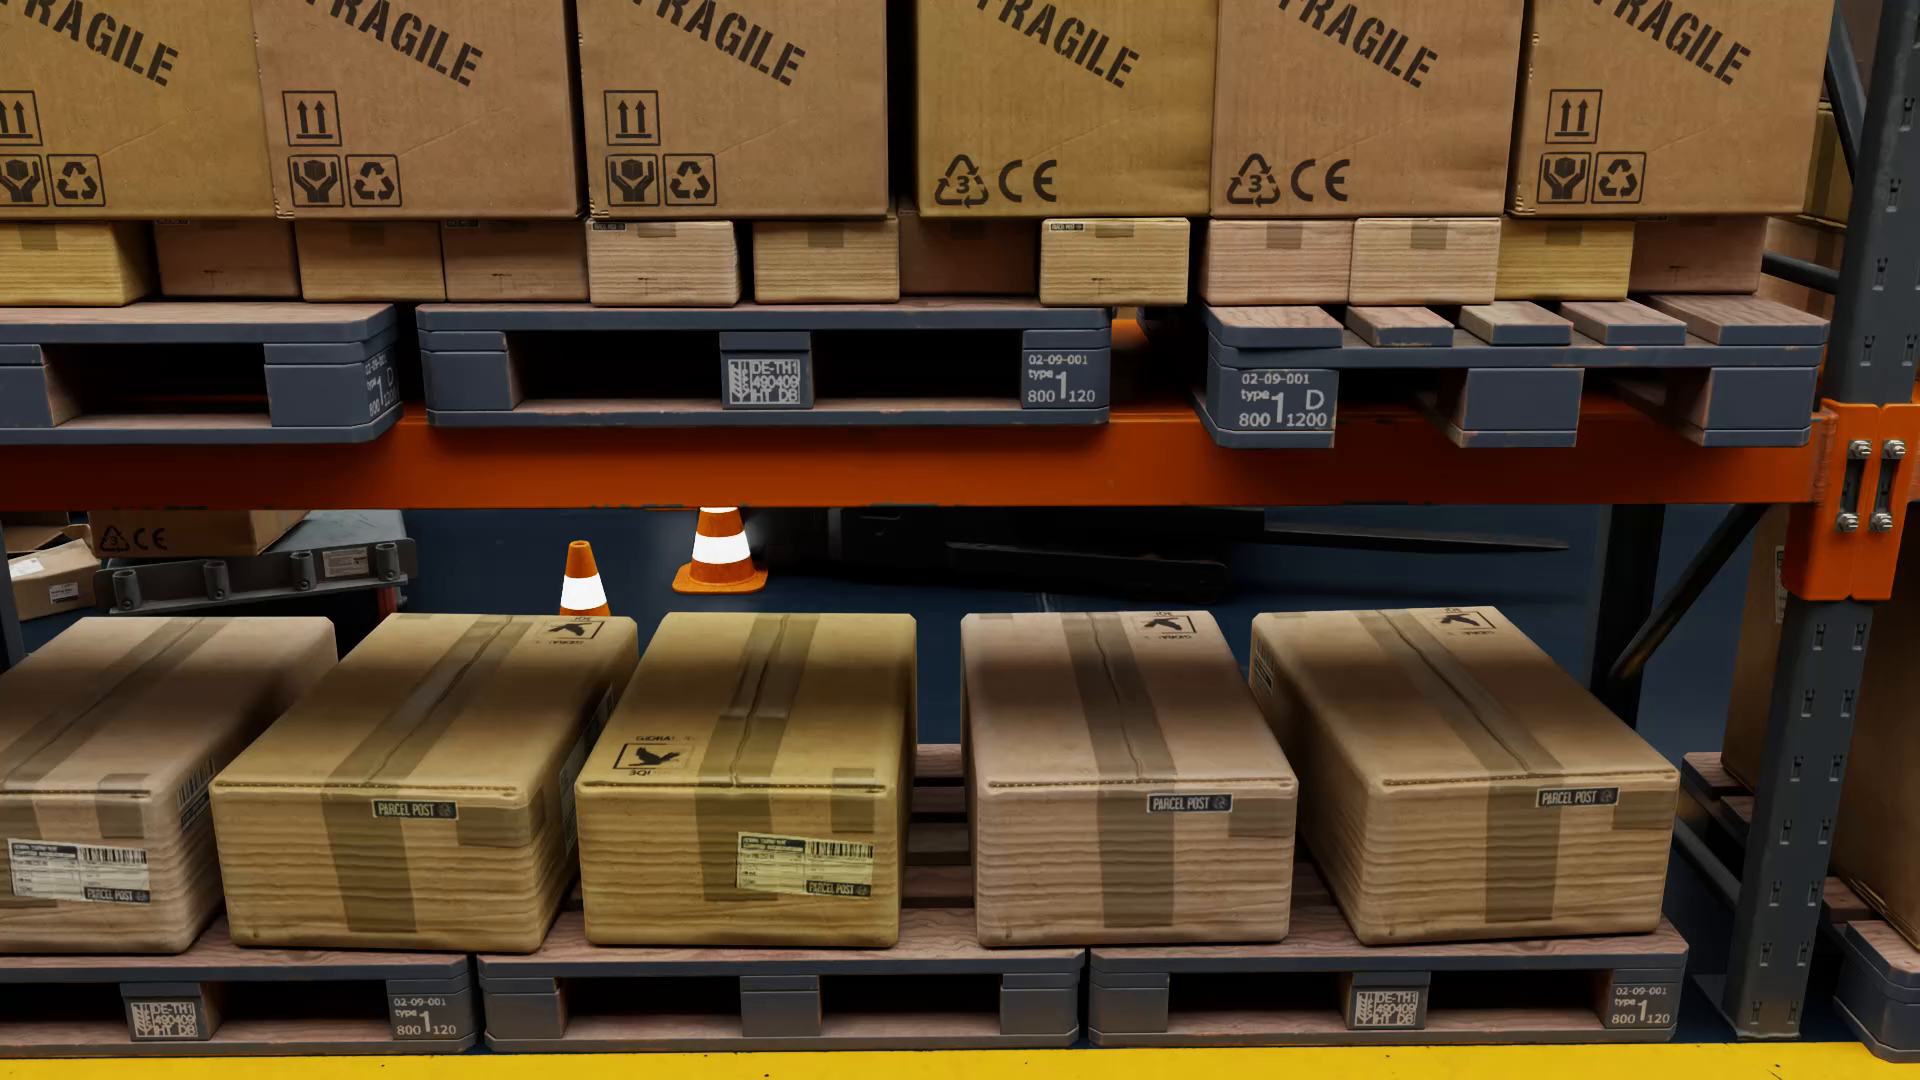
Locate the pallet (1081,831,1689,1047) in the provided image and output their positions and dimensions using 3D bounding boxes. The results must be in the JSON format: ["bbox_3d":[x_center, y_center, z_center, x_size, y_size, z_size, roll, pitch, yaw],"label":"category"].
[{"bbox_3d":[0.852,0.768,3.807,1.213,0.211,1.003,0,18,-1],"label":"pallet"}]

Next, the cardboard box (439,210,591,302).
[{"bbox_3d":[-0.772,-0.542,3.051,0.250,0.149,0.380,0,18,0],"label":"cardboard box"}]

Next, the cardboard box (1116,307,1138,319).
[{"bbox_3d":[0.844,-1.227,8.459,0.750,0.750,1.050,-1,18,-2],"label":"cardboard box"}]

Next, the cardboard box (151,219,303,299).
[{"bbox_3d":[-1.277,-0.553,3.086,0.250,0.149,0.380,1,18,3],"label":"cardboard box"}]

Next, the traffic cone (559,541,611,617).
[{"bbox_3d":[-1.148,0.231,5.070,0.334,0.463,0.336,0,18,-1],"label":"traffic cone"}]

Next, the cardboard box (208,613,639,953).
[{"bbox_3d":[-1.123,0.500,3.693,0.625,0.372,0.950,1,18,3],"label":"cardboard box"}]

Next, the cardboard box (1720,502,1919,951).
[{"bbox_3d":[2.325,0.271,3.583,0.875,0.875,0.875,0,18,-1],"label":"cardboard box"}]

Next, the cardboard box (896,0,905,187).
[{"bbox_3d":[0.128,-1.011,3.451,0.500,0.500,0.500,0,18,0],"label":"cardboard box"}]

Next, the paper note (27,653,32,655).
[{"bbox_3d":[-2.923,0.352,5.401,0.142,0.019,0.148,0,18,-1],"label":"paper note"}]

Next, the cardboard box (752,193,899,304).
[{"bbox_3d":[-0.239,-0.538,3.038,0.250,0.149,0.380,-1,18,-3],"label":"cardboard box"}]

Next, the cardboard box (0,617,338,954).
[{"bbox_3d":[-1.842,0.504,3.679,0.625,0.372,0.950,0,18,0],"label":"cardboard box"}]

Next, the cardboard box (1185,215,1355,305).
[{"bbox_3d":[0.539,-0.533,3.021,0.250,0.149,0.380,-1,18,-3],"label":"cardboard box"}]

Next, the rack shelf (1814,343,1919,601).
[{"bbox_3d":[3.633,-0.230,3.531,4.000,0.370,1.077,0,18,-1],"label":"rack shelf"}]

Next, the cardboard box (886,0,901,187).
[{"bbox_3d":[-0.372,-1.011,3.451,0.500,0.500,0.500,-1,18,-3],"label":"cardboard box"}]

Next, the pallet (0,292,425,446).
[{"bbox_3d":[-1.600,-0.411,3.234,1.213,0.211,1.003,0,18,-1],"label":"pallet"}]

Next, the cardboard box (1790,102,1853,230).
[{"bbox_3d":[2.114,-0.809,3.587,0.500,0.250,0.500,0,18,-1],"label":"cardboard box"}]

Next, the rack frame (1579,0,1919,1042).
[{"bbox_3d":[1.633,-0.563,3.391,0.127,3.000,1.000,0,18,-1],"label":"rack frame"}]

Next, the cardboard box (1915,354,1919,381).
[{"bbox_3d":[2.127,-0.417,3.182,0.500,0.250,0.500,-1,18,-2],"label":"cardboard box"}]

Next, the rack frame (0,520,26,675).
[{"bbox_3d":[-2.366,-0.544,3.331,0.127,3.000,1.000,0,18,-1],"label":"rack frame"}]

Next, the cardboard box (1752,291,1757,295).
[{"bbox_3d":[3.692,-1.019,8.219,0.500,0.500,0.500,-1,18,-2],"label":"cardboard box"}]

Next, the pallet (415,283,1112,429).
[{"bbox_3d":[-0.345,-0.449,3.352,1.213,0.211,1.003,0,18,-1],"label":"pallet"}]

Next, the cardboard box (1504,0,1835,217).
[{"bbox_3d":[1.183,-0.865,2.995,0.500,0.500,0.500,-1,18,-2],"label":"cardboard box"}]

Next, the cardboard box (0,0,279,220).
[{"bbox_3d":[-1.392,-0.850,2.949,0.500,0.500,0.500,0,18,-1],"label":"cardboard box"}]

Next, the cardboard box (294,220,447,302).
[{"bbox_3d":[-1.019,-0.542,3.050,0.250,0.149,0.380,0,18,0],"label":"cardboard box"}]

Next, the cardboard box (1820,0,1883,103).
[{"bbox_3d":[2.146,-1.169,3.480,0.500,0.500,0.500,-1,18,-2],"label":"cardboard box"}]

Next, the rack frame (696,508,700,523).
[{"bbox_3d":[-1.042,-0.482,6.579,0.006,0.900,0.240,-1,17,10],"label":"rack frame"}]

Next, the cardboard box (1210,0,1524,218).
[{"bbox_3d":[0.666,-0.859,2.977,0.500,0.500,0.500,-1,18,-2],"label":"cardboard box"}]

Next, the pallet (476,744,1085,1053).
[{"bbox_3d":[-0.365,0.773,3.792,1.213,0.211,1.003,0,18,-1],"label":"pallet"}]

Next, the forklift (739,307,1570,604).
[{"bbox_3d":[0.683,-1.346,5.947,3.031,2.935,1.130,4,18,11],"label":"forklift"}]

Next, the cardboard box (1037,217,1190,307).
[{"bbox_3d":[0.264,-0.527,3.004,0.250,0.149,0.380,0,18,0],"label":"cardboard box"}]

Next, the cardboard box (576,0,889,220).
[{"bbox_3d":[-0.384,-0.854,2.961,0.500,0.500,0.500,-1,18,-3],"label":"cardboard box"}]

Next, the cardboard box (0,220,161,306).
[{"bbox_3d":[-1.559,-0.529,3.008,0.250,0.149,0.380,0,18,0],"label":"cardboard box"}]

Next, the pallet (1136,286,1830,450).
[{"bbox_3d":[0.922,-0.436,3.309,1.003,0.211,1.213,0,18,-1],"label":"pallet"}]

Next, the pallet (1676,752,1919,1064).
[{"bbox_3d":[2.423,0.784,3.758,1.213,0.211,1.003,0,18,-1],"label":"pallet"}]

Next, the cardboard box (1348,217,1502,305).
[{"bbox_3d":[0.791,-0.531,3.017,0.250,0.149,0.380,0,18,-1],"label":"cardboard box"}]

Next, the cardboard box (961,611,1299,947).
[{"bbox_3d":[0.330,0.494,3.711,0.625,0.372,0.950,-1,18,-2],"label":"cardboard box"}]

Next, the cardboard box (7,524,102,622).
[{"bbox_3d":[-3.215,0.107,5.780,0.396,0.266,0.258,-15,23,-39],"label":"cardboard box"}]

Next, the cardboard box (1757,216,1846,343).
[{"bbox_3d":[2.135,-0.573,3.669,0.500,0.250,0.500,-1,18,-3],"label":"cardboard box"}]

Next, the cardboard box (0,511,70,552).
[{"bbox_3d":[-3.715,-0.189,6.091,0.503,0.637,0.797,0,18,-1],"label":"cardboard box"}]

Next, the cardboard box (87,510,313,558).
[{"bbox_3d":[-2.424,-0.257,5.292,0.500,0.500,0.500,0,18,-1],"label":"cardboard box"}]

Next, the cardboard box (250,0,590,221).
[{"bbox_3d":[-0.898,-0.848,2.943,0.500,0.500,0.500,0,18,-1],"label":"cardboard box"}]

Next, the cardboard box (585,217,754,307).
[{"bbox_3d":[-0.505,-0.528,3.006,0.250,0.149,0.380,0,18,1],"label":"cardboard box"}]

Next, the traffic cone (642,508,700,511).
[{"bbox_3d":[-1.181,-0.392,7.013,0.334,0.463,0.336,0,18,-1],"label":"traffic cone"}]

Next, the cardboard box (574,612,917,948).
[{"bbox_3d":[-0.428,0.496,3.705,0.625,0.372,0.950,0,18,1],"label":"cardboard box"}]

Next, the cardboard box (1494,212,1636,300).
[{"bbox_3d":[1.042,-0.546,3.064,0.250,0.149,0.380,0,18,0],"label":"cardboard box"}]

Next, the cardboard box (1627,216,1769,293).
[{"bbox_3d":[1.309,-0.570,3.137,0.250,0.149,0.380,0,18,1],"label":"cardboard box"}]

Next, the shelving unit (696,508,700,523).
[{"bbox_3d":[-0.942,-0.483,6.561,0.210,0.900,0.258,-1,17,10],"label":"shelving unit"}]

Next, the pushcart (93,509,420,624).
[{"bbox_3d":[-2.452,0.009,5.902,0.936,0.377,1.648,-7,19,-20],"label":"pushcart"}]

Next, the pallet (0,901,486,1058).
[{"bbox_3d":[-1.588,0.780,3.770,1.213,0.211,1.003,0,18,-1],"label":"pallet"}]

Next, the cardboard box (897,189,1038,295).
[{"bbox_3d":[0.011,-0.564,3.120,0.250,0.149,0.380,0,18,0],"label":"cardboard box"}]

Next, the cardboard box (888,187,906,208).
[{"bbox_3d":[-0.049,-0.687,3.502,0.250,0.149,0.380,0,18,1],"label":"cardboard box"}]

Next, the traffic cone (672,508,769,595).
[{"bbox_3d":[-0.874,-0.076,6.027,0.334,0.463,0.336,0,18,-1],"label":"traffic cone"}]

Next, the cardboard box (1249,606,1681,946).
[{"bbox_3d":[1.068,0.488,3.730,0.625,0.372,0.950,-1,18,-5],"label":"cardboard box"}]

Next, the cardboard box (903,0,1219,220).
[{"bbox_3d":[0.162,-0.856,2.968,0.500,0.500,0.500,-1,18,-5],"label":"cardboard box"}]

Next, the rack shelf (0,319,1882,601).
[{"bbox_3d":[-0.366,-0.211,3.471,4.000,0.370,1.077,0,18,-1],"label":"rack shelf"}]
